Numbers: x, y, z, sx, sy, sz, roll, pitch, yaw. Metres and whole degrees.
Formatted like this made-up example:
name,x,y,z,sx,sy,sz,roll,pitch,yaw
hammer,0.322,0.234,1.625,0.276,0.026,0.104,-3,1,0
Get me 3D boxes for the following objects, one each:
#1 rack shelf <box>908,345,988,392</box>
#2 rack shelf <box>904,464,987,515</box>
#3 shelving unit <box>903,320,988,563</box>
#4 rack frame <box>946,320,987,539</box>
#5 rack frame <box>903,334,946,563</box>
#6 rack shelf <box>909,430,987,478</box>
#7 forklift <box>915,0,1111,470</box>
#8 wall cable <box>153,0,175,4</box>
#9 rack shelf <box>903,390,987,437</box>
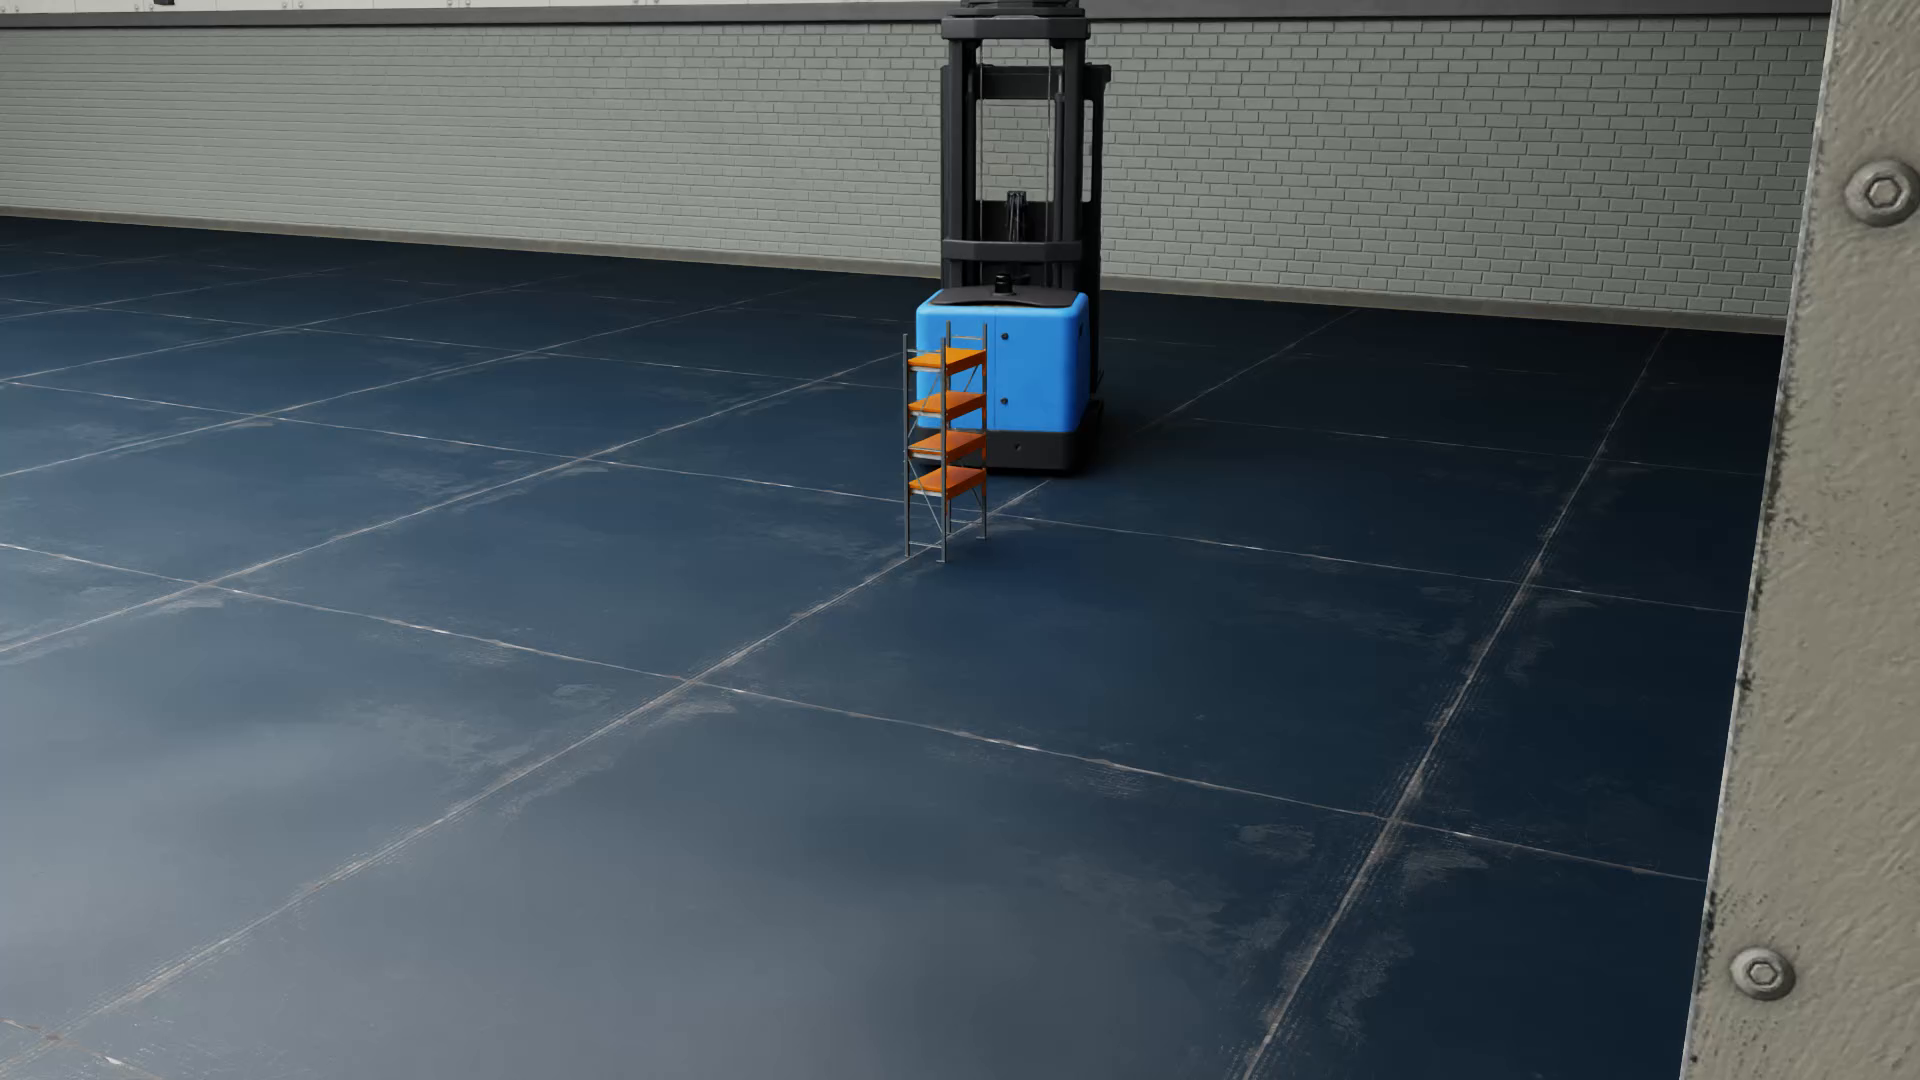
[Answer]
name,x,y,z,sx,sy,sz,roll,pitch,yaw
rack shelf,-0.074,-0.910,8.778,0.258,0.148,0.480,8,18,25
rack shelf,-0.074,-0.278,8.965,0.258,0.148,0.480,8,18,25
shelving unit,-0.074,-0.533,8.889,0.258,1.200,0.503,8,18,25
rack frame,0.035,-0.595,9.099,0.240,1.200,0.015,8,18,25
rack frame,-0.183,-0.471,8.680,0.240,1.200,0.015,8,18,25
rack shelf,-0.074,-0.469,8.909,0.258,0.148,0.480,8,18,25
forklift,0.449,-2.220,11.529,1.130,2.935,3.031,3,17,9
wall cable,-10.593,-10.475,22.691,2.305,6.003,0.169,8,18,25
rack shelf,-0.074,-0.683,8.845,0.258,0.148,0.480,8,18,25
